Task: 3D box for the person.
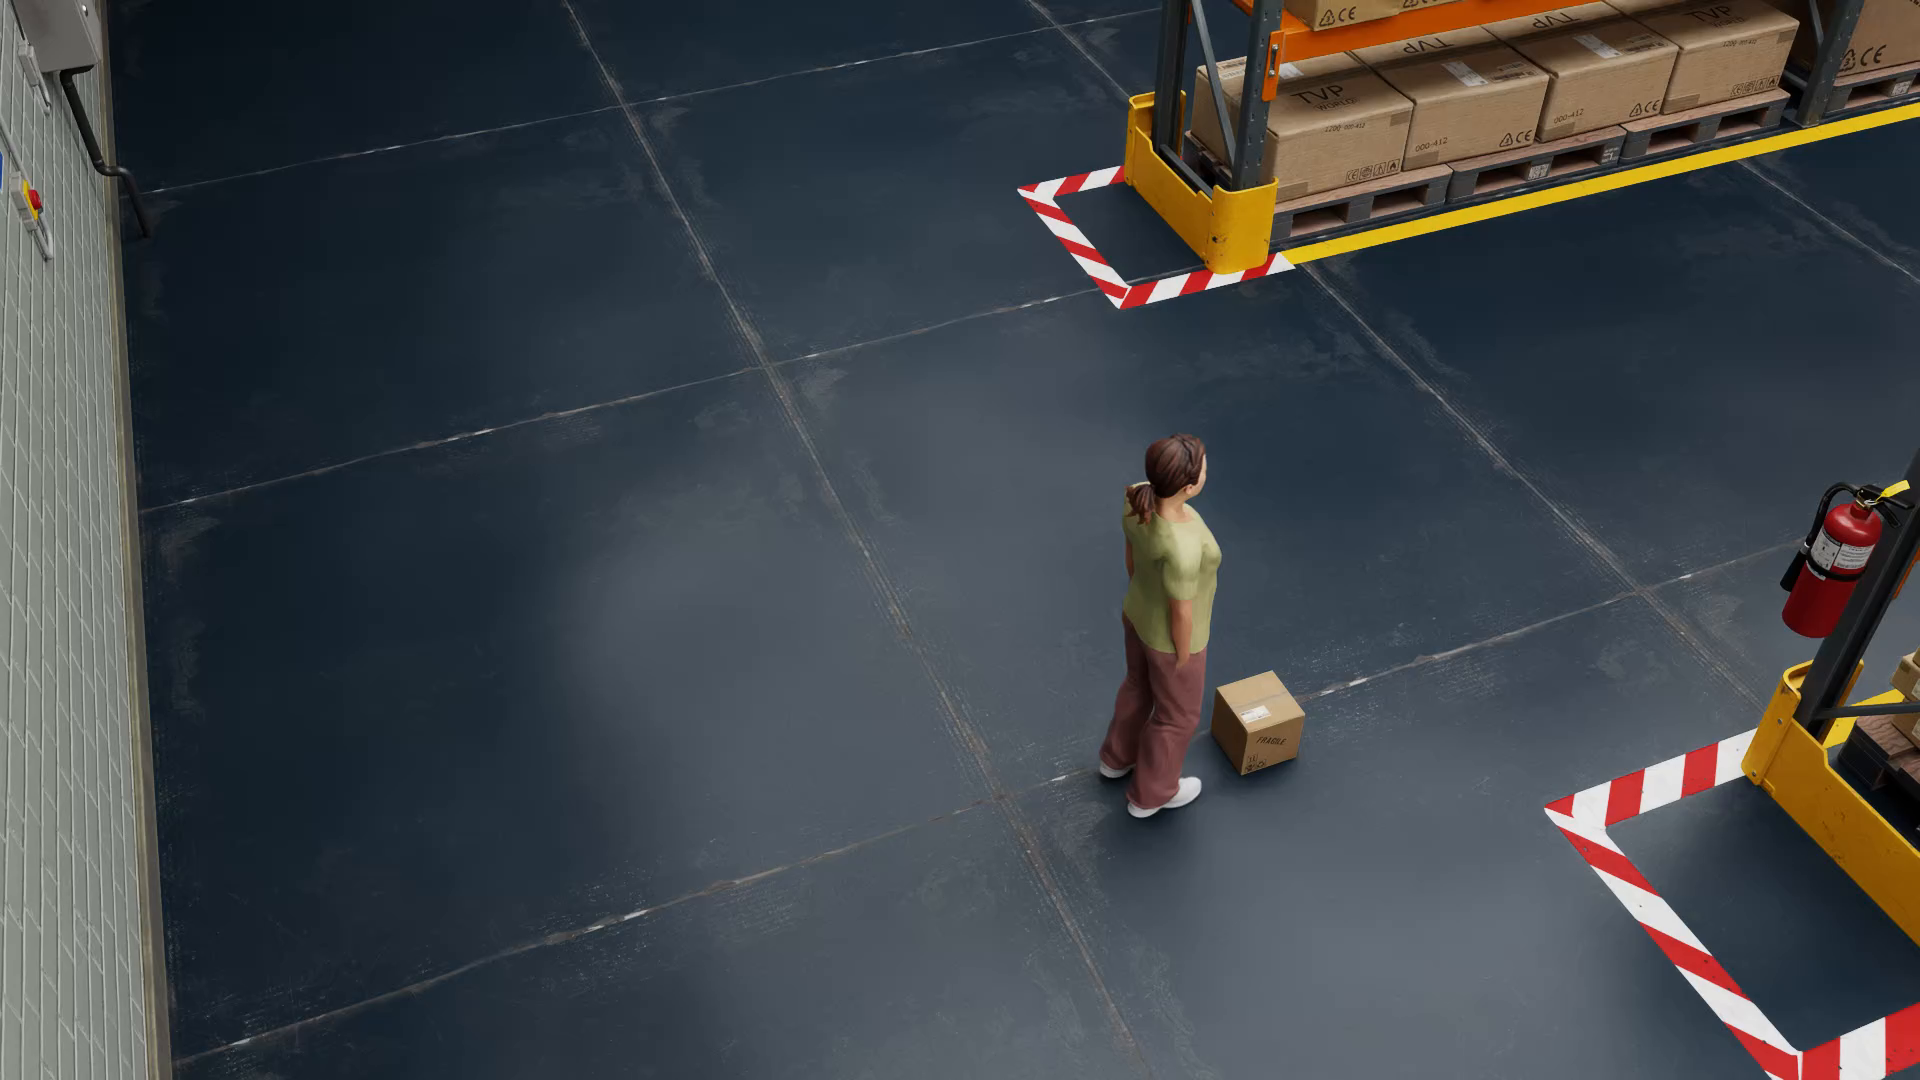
[{"bbox_3d":[0.704,0.301,5.831,0.365,1.667,0.439,-15,44,-16],"label":"person"}]
